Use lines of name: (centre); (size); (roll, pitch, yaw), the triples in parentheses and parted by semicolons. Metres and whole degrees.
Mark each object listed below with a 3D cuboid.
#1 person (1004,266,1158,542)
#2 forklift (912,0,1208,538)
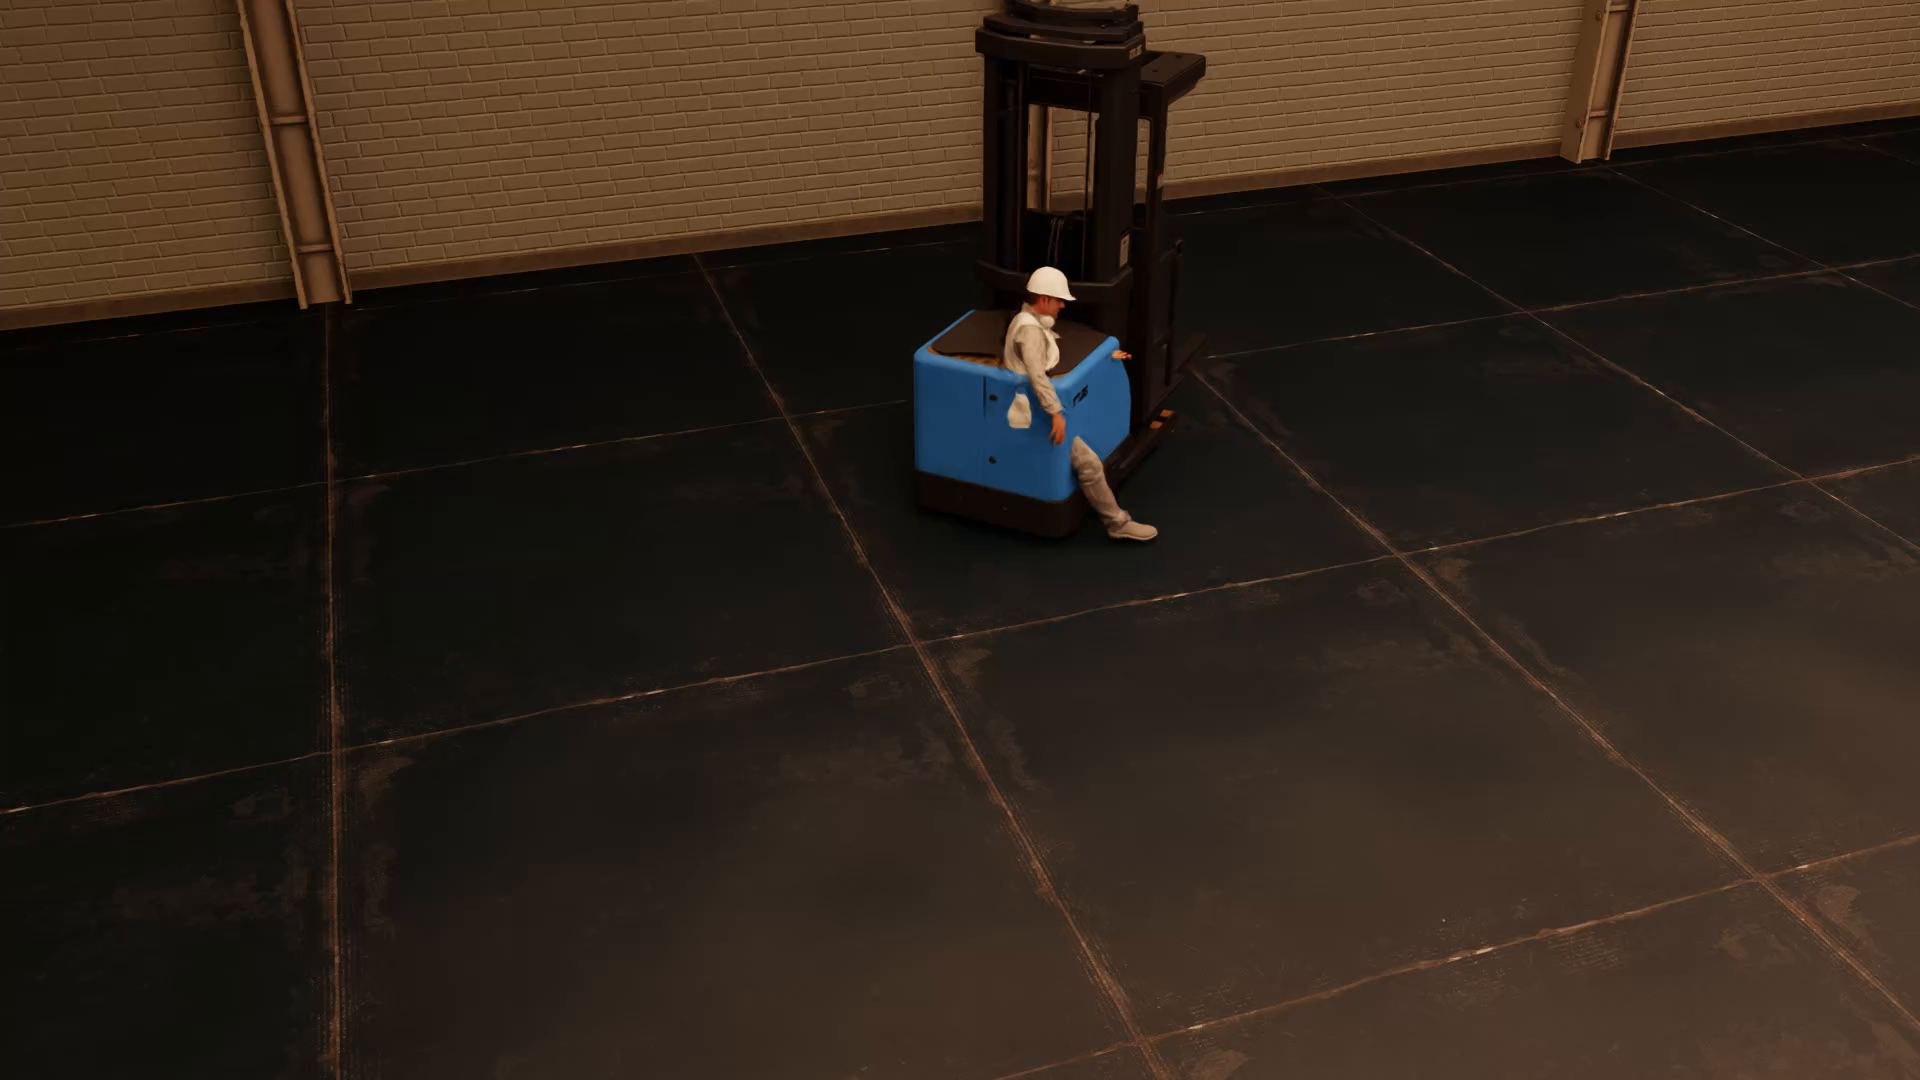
person: (0.709, -0.833, 9.832); (0.930, 1.565, 0.866); (-1, 30, -2)
forklift: (0.829, -1.992, 10.549); (1.130, 2.935, 3.031); (14, 33, 23)
